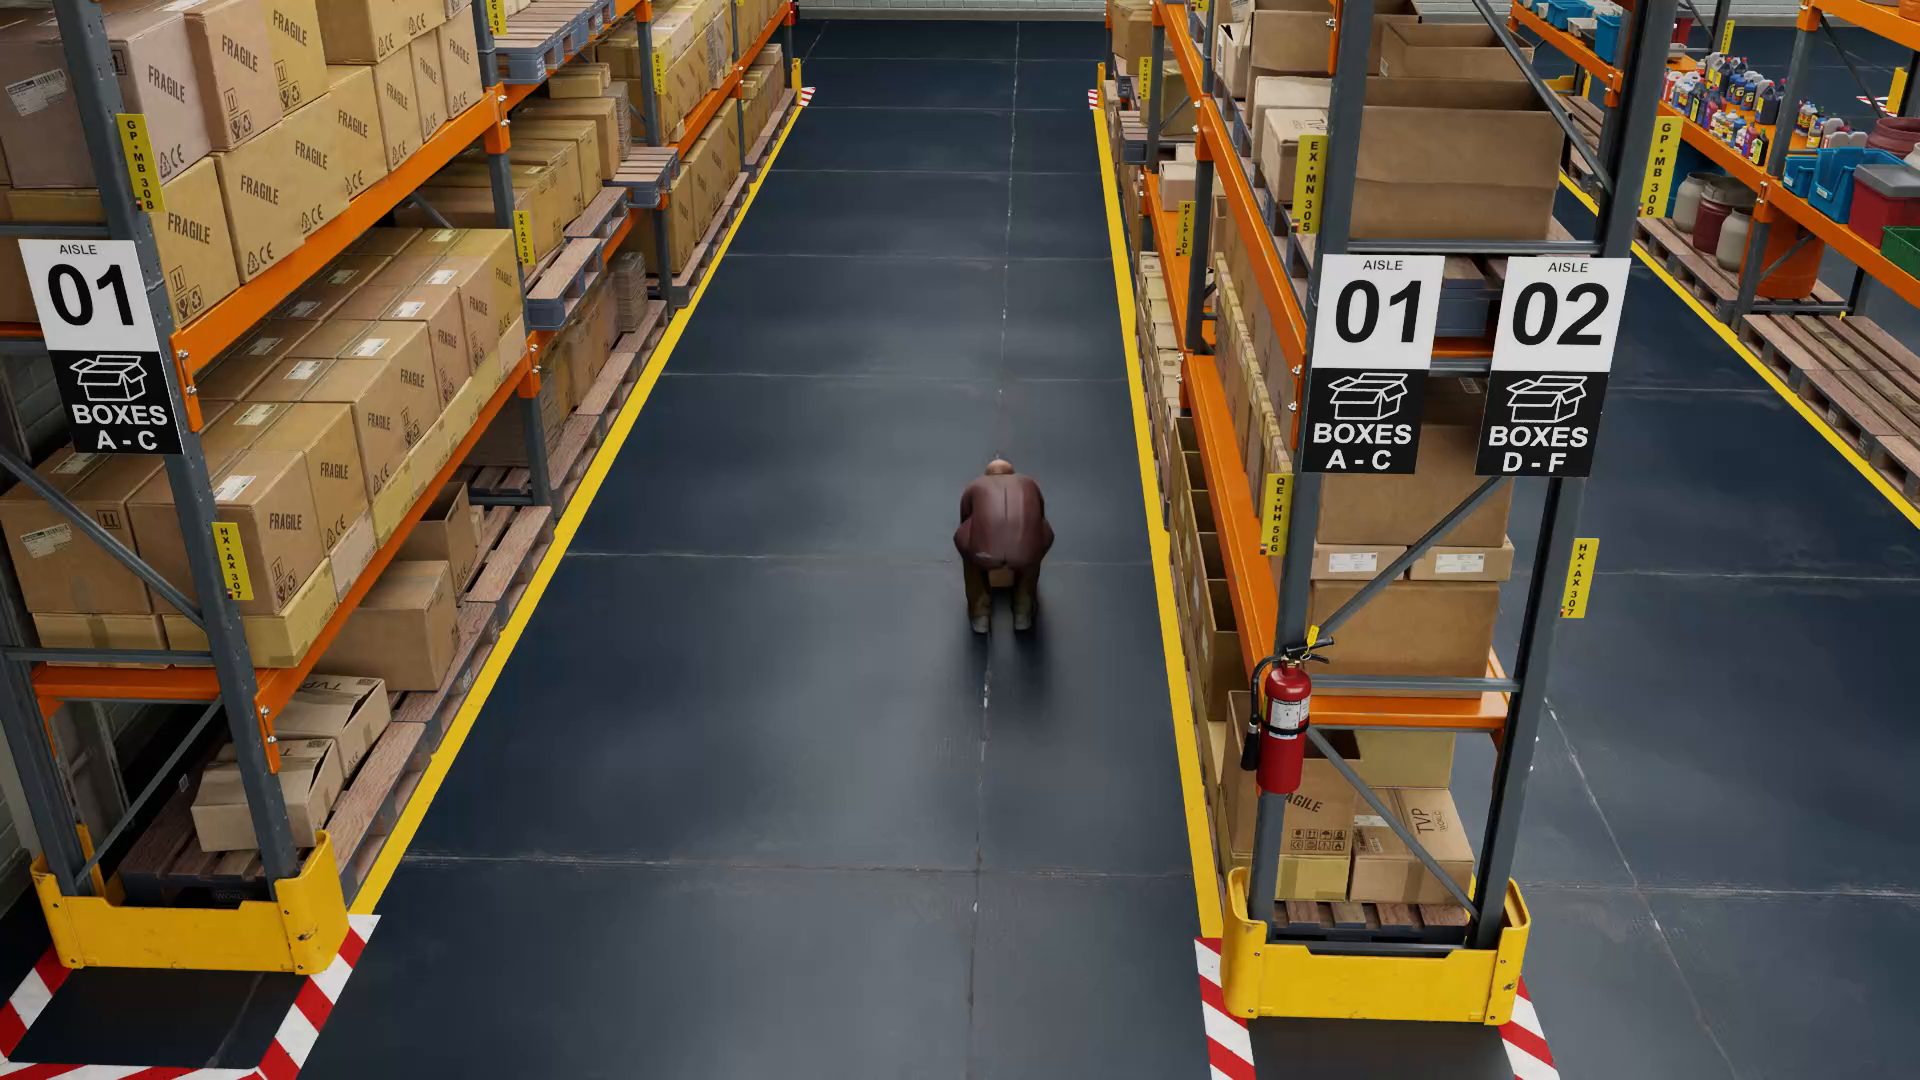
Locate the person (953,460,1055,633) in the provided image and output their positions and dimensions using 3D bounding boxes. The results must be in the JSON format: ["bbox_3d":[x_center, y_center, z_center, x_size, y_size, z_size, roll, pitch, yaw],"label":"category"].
[{"bbox_3d":[0.252,0.038,9.616,0.581,0.843,0.952,0,28,1],"label":"person"}]
